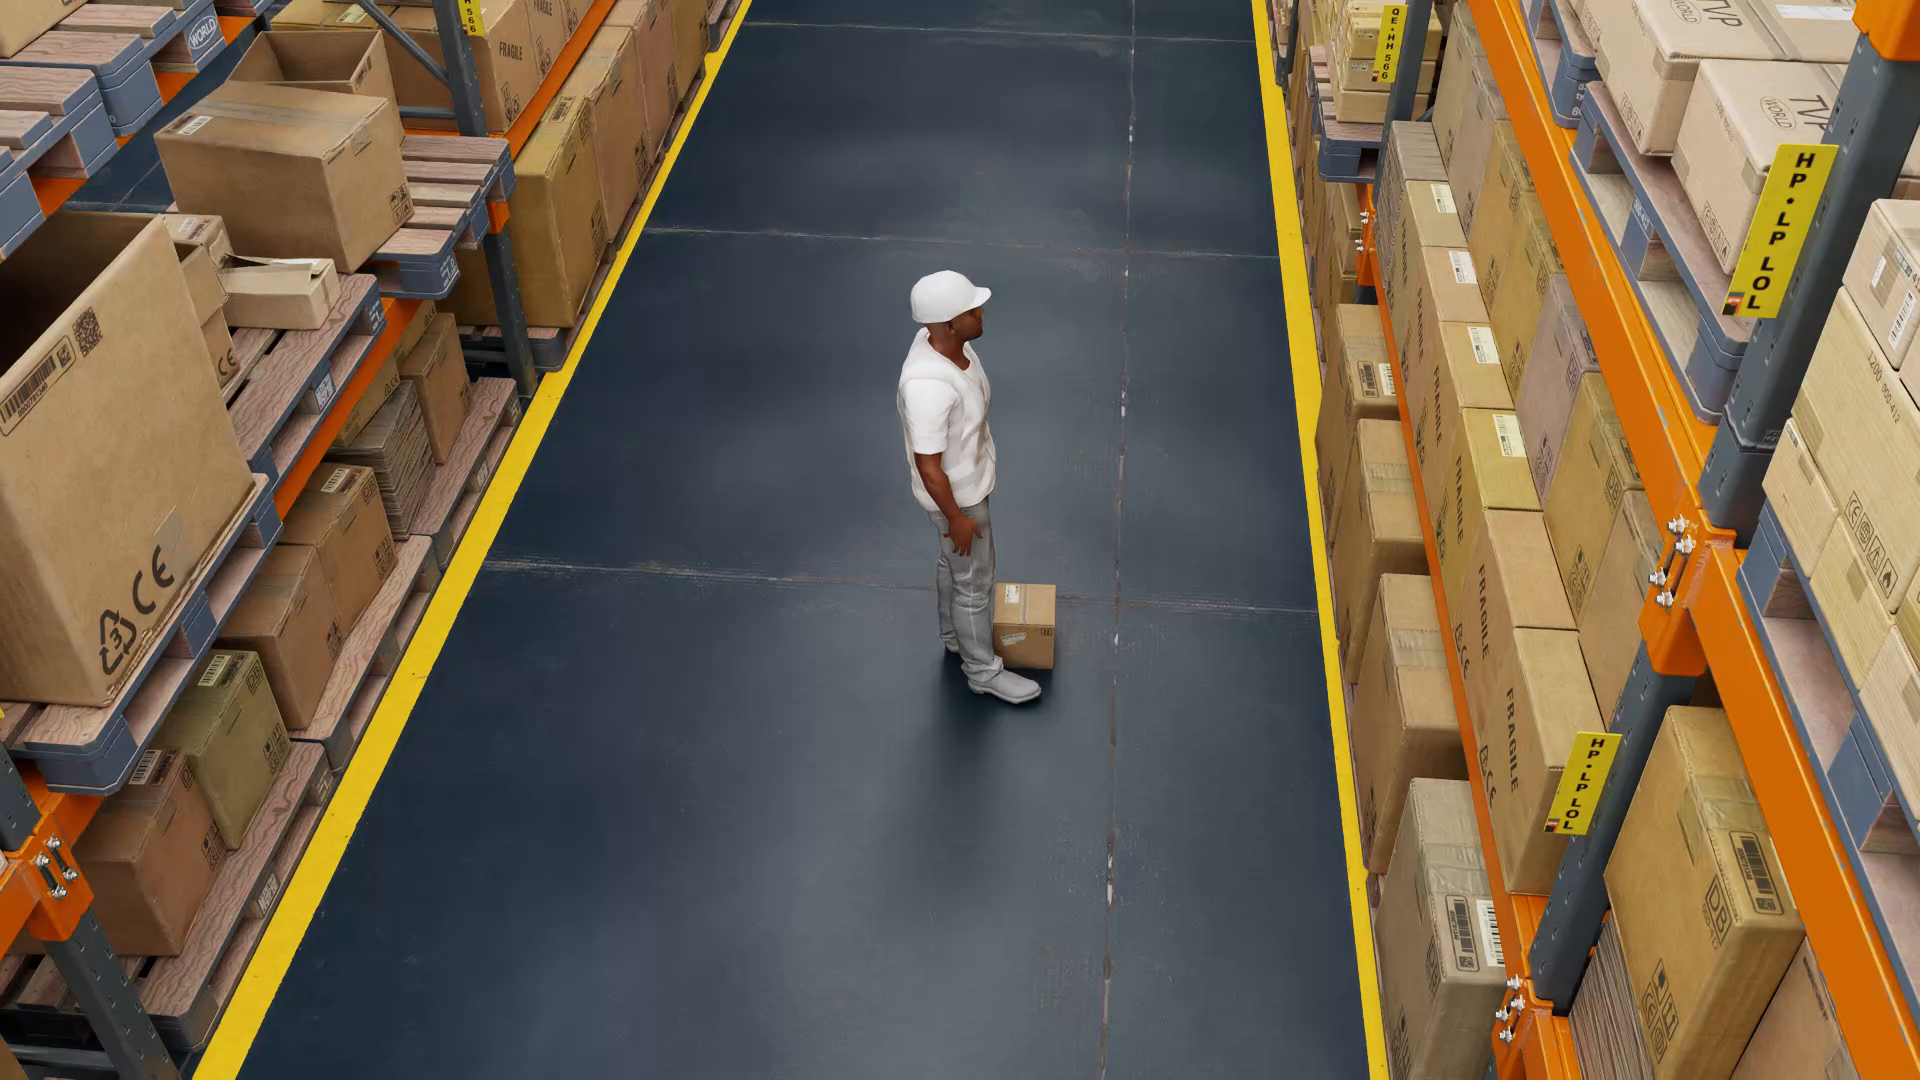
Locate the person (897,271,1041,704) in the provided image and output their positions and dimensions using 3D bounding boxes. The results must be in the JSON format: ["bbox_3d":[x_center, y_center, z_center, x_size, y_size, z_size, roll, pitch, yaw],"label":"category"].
[{"bbox_3d":[0.066,-0.225,6.393,0.574,1.769,0.665,3,40,4],"label":"person"}]
